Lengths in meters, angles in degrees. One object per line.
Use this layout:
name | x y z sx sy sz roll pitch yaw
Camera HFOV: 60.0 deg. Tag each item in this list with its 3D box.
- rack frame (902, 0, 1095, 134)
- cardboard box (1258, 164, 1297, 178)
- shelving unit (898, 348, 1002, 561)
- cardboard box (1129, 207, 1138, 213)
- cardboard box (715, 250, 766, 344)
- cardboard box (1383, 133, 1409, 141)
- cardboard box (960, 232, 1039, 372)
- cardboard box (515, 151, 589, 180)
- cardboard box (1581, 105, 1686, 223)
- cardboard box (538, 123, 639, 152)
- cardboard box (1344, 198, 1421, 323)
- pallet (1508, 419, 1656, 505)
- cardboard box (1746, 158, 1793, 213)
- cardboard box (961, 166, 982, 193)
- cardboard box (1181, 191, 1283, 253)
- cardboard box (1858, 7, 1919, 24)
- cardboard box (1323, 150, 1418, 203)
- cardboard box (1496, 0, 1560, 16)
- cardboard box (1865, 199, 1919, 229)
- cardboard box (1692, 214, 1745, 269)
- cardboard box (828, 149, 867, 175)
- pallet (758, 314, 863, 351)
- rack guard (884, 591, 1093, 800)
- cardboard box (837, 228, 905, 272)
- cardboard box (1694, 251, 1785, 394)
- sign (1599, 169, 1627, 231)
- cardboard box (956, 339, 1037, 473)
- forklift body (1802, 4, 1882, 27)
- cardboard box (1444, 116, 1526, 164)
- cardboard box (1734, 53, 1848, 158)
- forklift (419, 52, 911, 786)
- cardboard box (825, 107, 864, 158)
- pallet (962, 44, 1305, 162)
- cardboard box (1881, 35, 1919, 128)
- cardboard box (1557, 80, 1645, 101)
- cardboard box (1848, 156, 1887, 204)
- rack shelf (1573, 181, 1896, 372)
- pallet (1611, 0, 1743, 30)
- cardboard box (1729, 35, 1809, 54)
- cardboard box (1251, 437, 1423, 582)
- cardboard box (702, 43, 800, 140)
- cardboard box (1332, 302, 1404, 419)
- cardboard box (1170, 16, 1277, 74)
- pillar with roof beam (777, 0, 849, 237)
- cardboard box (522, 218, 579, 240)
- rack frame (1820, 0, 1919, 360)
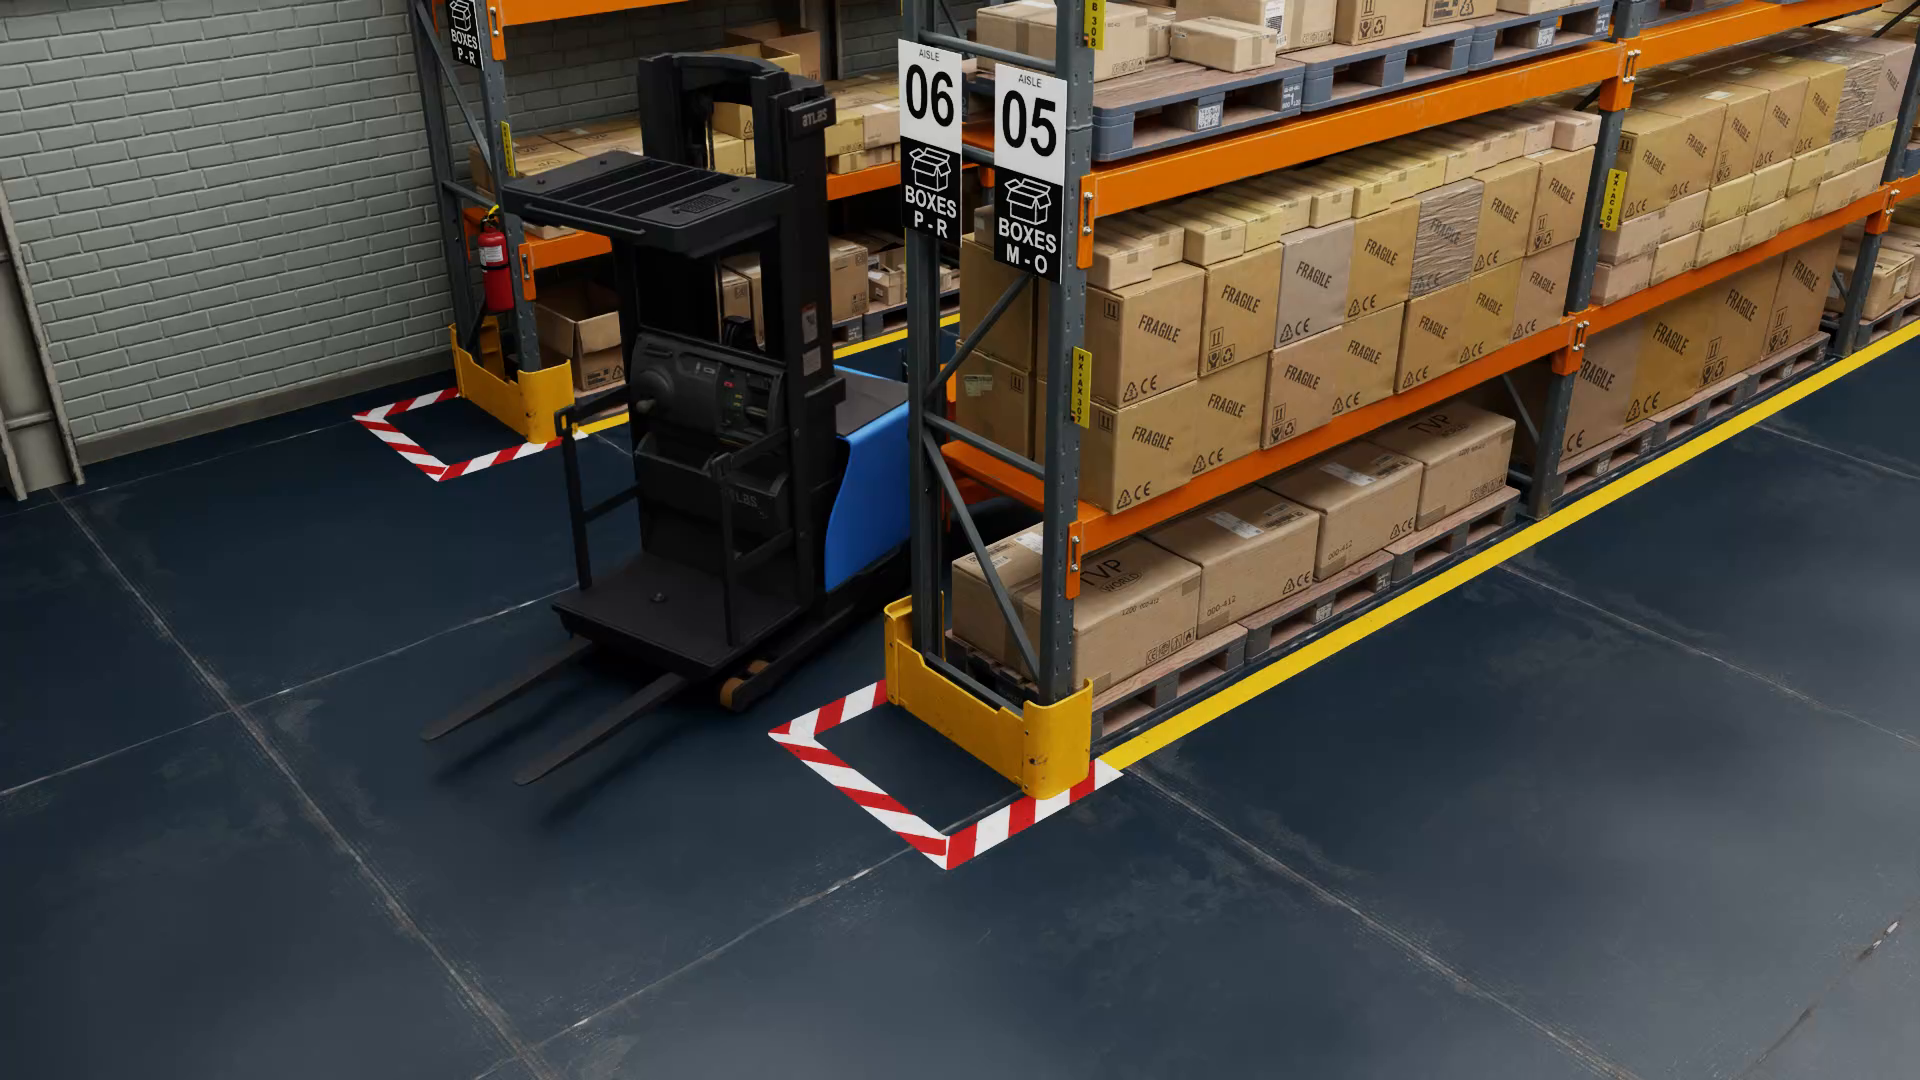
rack frame | 0.133 -3.045 5.901 0.127 3.000 1.000 -22 35 -35
cardboard box | 1.423 -1.836 8.147 0.250 0.149 0.380 -21 34 -33
shelving unit | 0.229 -0.603 9.685 1.048 1.125 0.538 -16 32 -27
cardboard box | 0.595 -1.548 7.608 0.250 0.149 0.380 -22 35 -35
cardboard box | -1.422 -1.787 12.119 0.500 0.500 0.500 -21 35 -34
cardboard box | 2.187 -2.159 8.753 0.250 0.149 0.380 -22 35 -35
cardboard box | 0.345 -1.117 7.491 0.500 0.500 0.500 -21 34 -33
cardboard box | -2.572 -2.285 10.687 0.500 0.250 0.500 -22 35 -35
cardboard box | 3.697 -2.140 9.404 0.500 0.500 0.500 -21 35 -34
cardboard box | -2.521 -2.636 11.344 0.500 0.250 0.500 -22 35 -35
cardboard box | 1.837 -1.403 8.026 0.500 0.500 0.500 -22 35 -35
pallet | 3.714 -0.656 10.754 1.213 0.211 1.003 -22 35 -35
cardboard box | 4.857 -2.281 10.464 0.500 0.250 0.500 -23 36 -36
cardboard box | 0.044 -2.987 13.674 0.250 0.149 0.380 -24 36 -37
cardboard box | 1.196 -1.411 7.353 0.250 0.149 0.380 -23 36 -36
cardboard box | 7.154 -3.763 12.741 0.500 0.500 0.500 -25 37 -38
cardboard box | 1.957 -1.737 7.963 0.250 0.149 0.380 -22 35 -35
cardboard box | 2.697 -2.674 8.103 0.250 0.149 0.380 -21 35 -34
cardboard box | 7.792 -2.501 13.590 0.625 0.372 0.950 -21 34 -33
cardboard box | 4.475 -1.907 10.295 0.500 0.250 0.500 -22 35 -35
cardboard box | -0.887 -2.768 12.014 0.250 0.149 0.380 -22 35 -36
pallet | -1.500 -1.587 12.496 1.213 0.211 1.003 -22 35 -35
rack guard | 0.115 0.710 7.890 0.348 0.500 1.175 -22 35 -35
cardboard box | -0.705 -2.284 13.248 0.500 0.311 0.500 -20 34 -33
cardboard box | 4.958 -1.642 11.449 0.875 0.875 0.875 -21 35 -34
sign | 3.537 -1.841 9.010 0.005 0.325 0.100 -22 35 -35
cardboard box | 0.328 -0.686 7.745 0.500 0.500 0.500 -22 35 -35
forklift body | 8.822 -5.464 17.693 1.214 2.155 2.313 -22 35 -35
cardboard box | 2.681 -2.071 8.588 0.250 0.149 0.380 -22 35 -35
cardboard box | 5.228 -2.770 10.585 0.500 0.500 0.500 -22 35 -35
forklift | -1.359 -0.704 7.957 1.130 2.935 3.031 17 33 29
cardboard box | -1.037 -2.917 11.870 0.500 0.250 0.500 -22 35 -35
pallet | 0.690 -1.914 7.060 1.213 0.211 1.003 -22 35 -35
cardboard box | 6.711 -3.262 11.804 0.500 0.500 0.500 -23 36 -36
cardboard box | 3.742 -2.496 10.071 0.500 0.500 0.500 -21 35 -34
cardboard box | 6.003 -2.533 11.466 0.500 0.250 0.500 -23 36 -37
rack shelf | 4.697 -1.918 10.919 4.000 0.370 1.077 -22 35 -35
pallet | 3.841 -3.160 9.501 1.217 0.209 0.805 -24 36 -37
cardboard box | 5.314 -3.113 11.226 0.500 0.500 0.500 -22 35 -35
cardboard box | 1.948 -0.251 9.309 0.875 0.438 0.875 -23 36 -36
cardboard box | -1.431 -3.075 11.370 0.500 0.500 0.500 -21 35 -34
cardboard box | 1.820 -0.961 8.259 0.500 0.500 0.500 -21 34 -33
cardboard box | 1.110 -2.091 7.013 0.250 0.149 0.380 -20 34 -33
pillar with roof beam | 1.631 -4.614 8.837 0.400 9.000 9.100 -22 35 -35
cardboard box | -2.664 -2.069 10.706 0.250 0.149 0.380 -22 35 -35
rack frame | 6.219 -2.847 11.894 0.127 3.000 1.000 -22 35 -35
